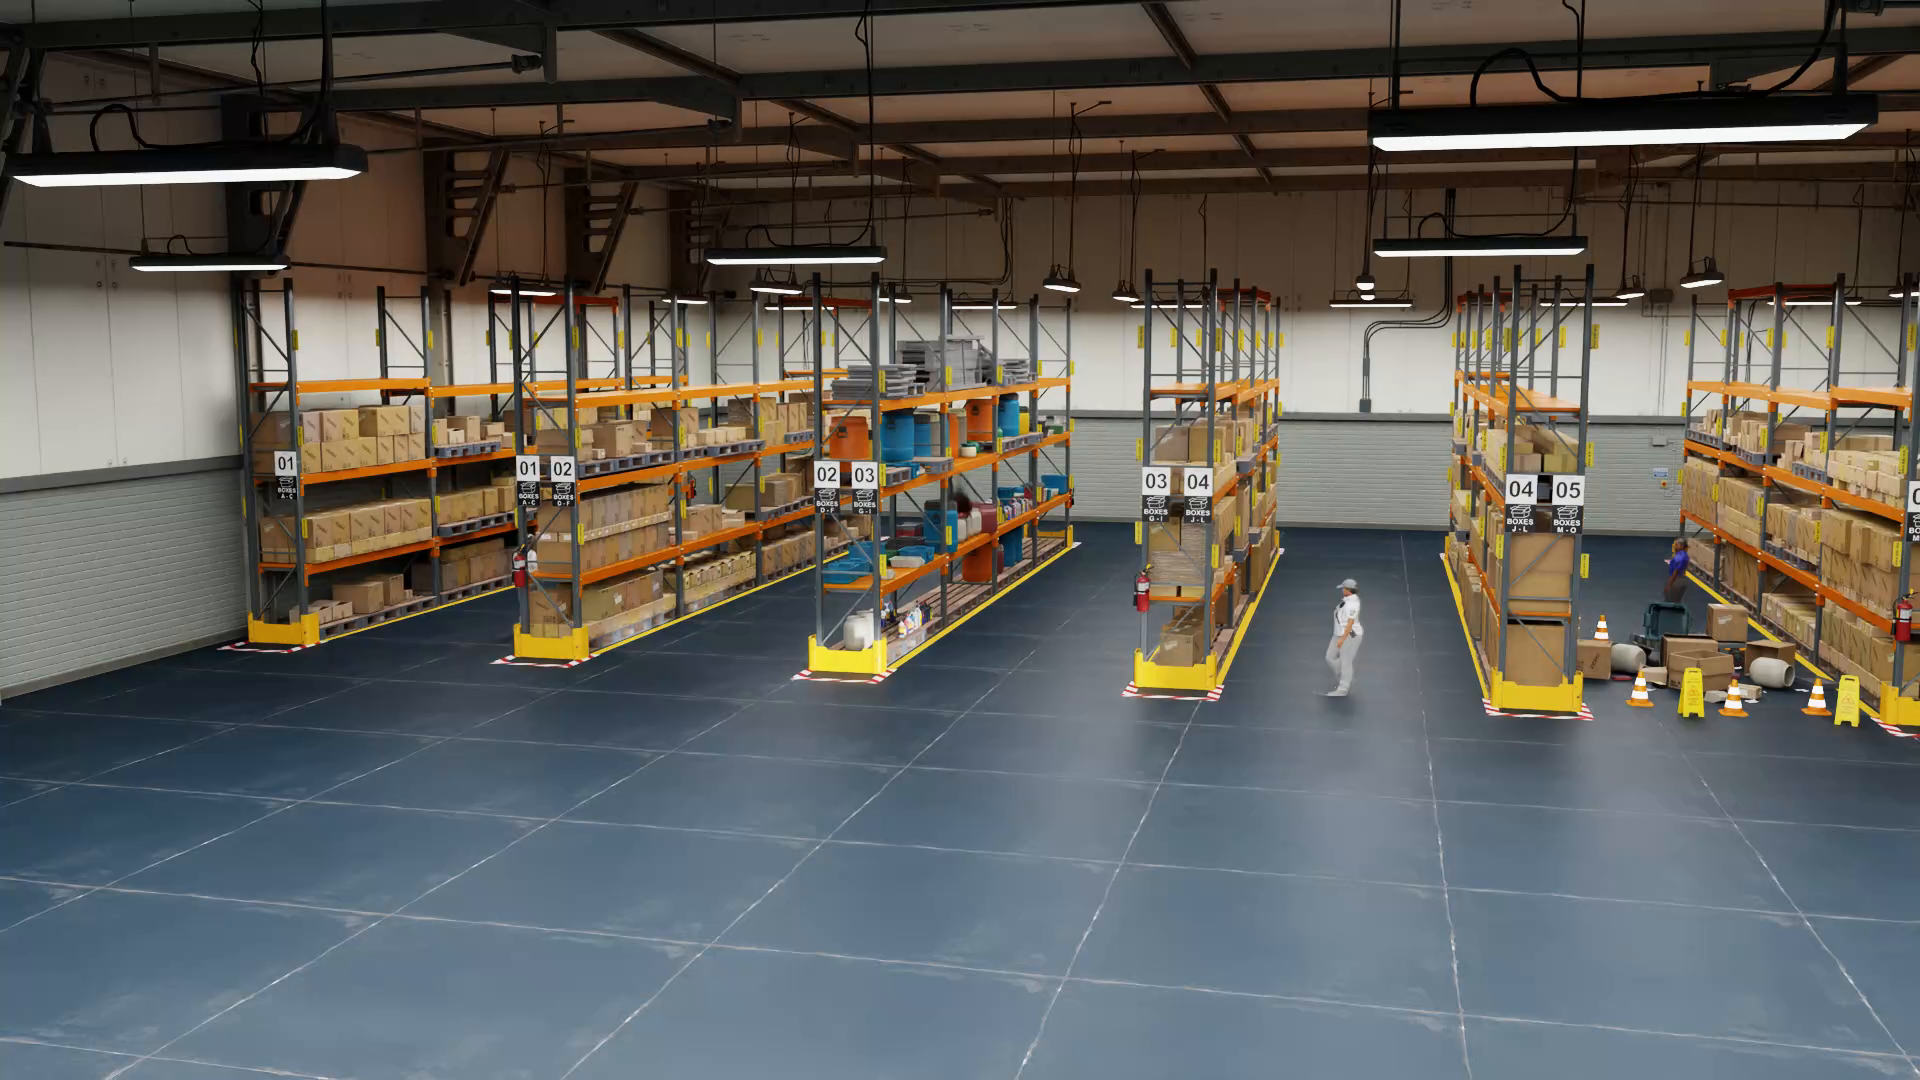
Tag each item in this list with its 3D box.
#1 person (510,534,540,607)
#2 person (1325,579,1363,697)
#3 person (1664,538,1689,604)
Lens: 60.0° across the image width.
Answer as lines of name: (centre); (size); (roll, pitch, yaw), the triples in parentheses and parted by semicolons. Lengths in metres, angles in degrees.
person: (-7.566, 0.756, 28.912); (0.465, 1.722, 0.601); (-3, 7, -20)
person: (5.421, 1.389, 23.503); (0.481, 1.695, 0.529); (-2, 7, -13)
person: (12.267, 0.804, 28.555); (0.516, 1.718, 0.450); (-4, 8, -32)
